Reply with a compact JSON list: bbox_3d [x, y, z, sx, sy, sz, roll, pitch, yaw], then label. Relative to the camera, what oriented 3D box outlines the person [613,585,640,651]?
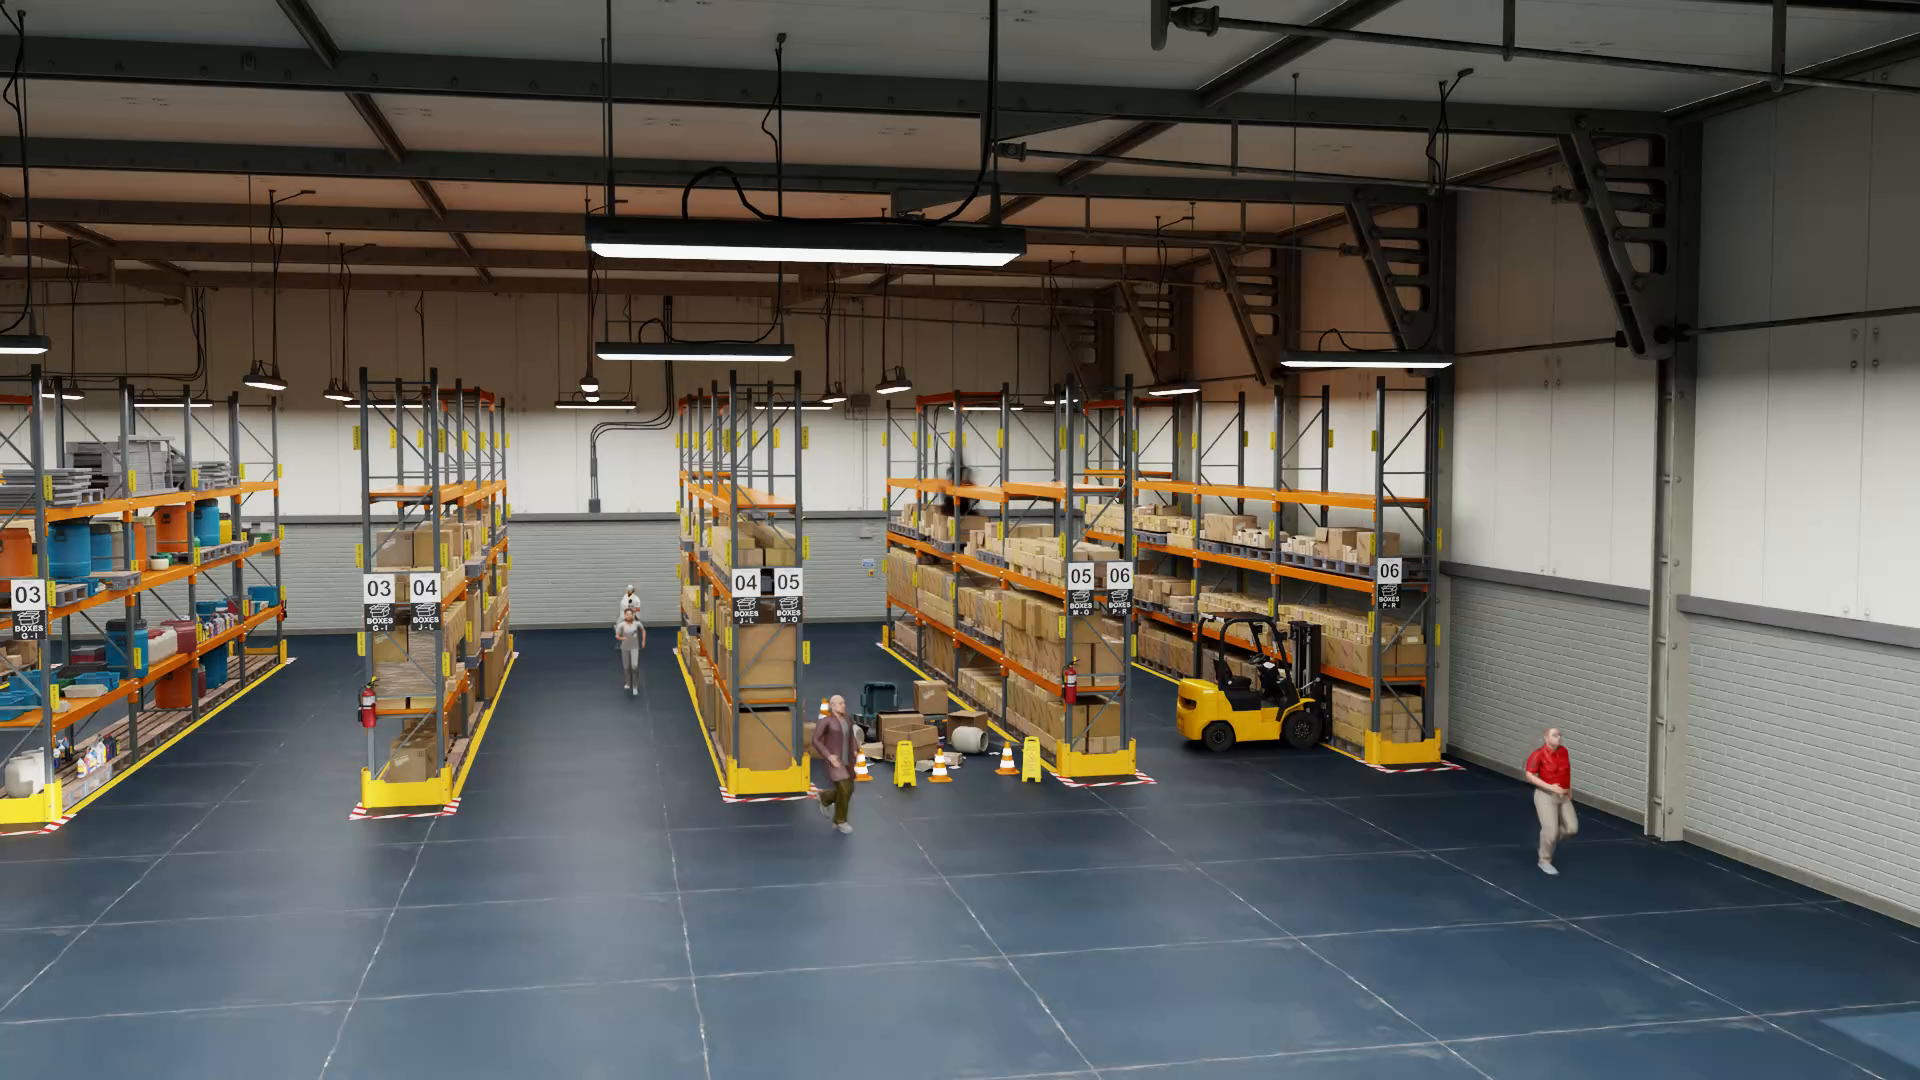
[{"bbox_3d":[-7.889,1.855,39.541,0.742,1.611,0.637,2,4,27],"label":"person"}]

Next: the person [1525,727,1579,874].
[{"bbox_3d":[6.891,3.015,19.318,0.705,1.687,0.612,-1,4,-23],"label":"person"}]

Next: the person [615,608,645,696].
[{"bbox_3d":[-6.528,2.219,32.956,0.584,1.743,0.747,-1,3,-11],"label":"person"}]

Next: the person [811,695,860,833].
[{"bbox_3d":[-1.630,2.863,21.465,0.735,1.744,0.736,3,4,39],"label":"person"}]
